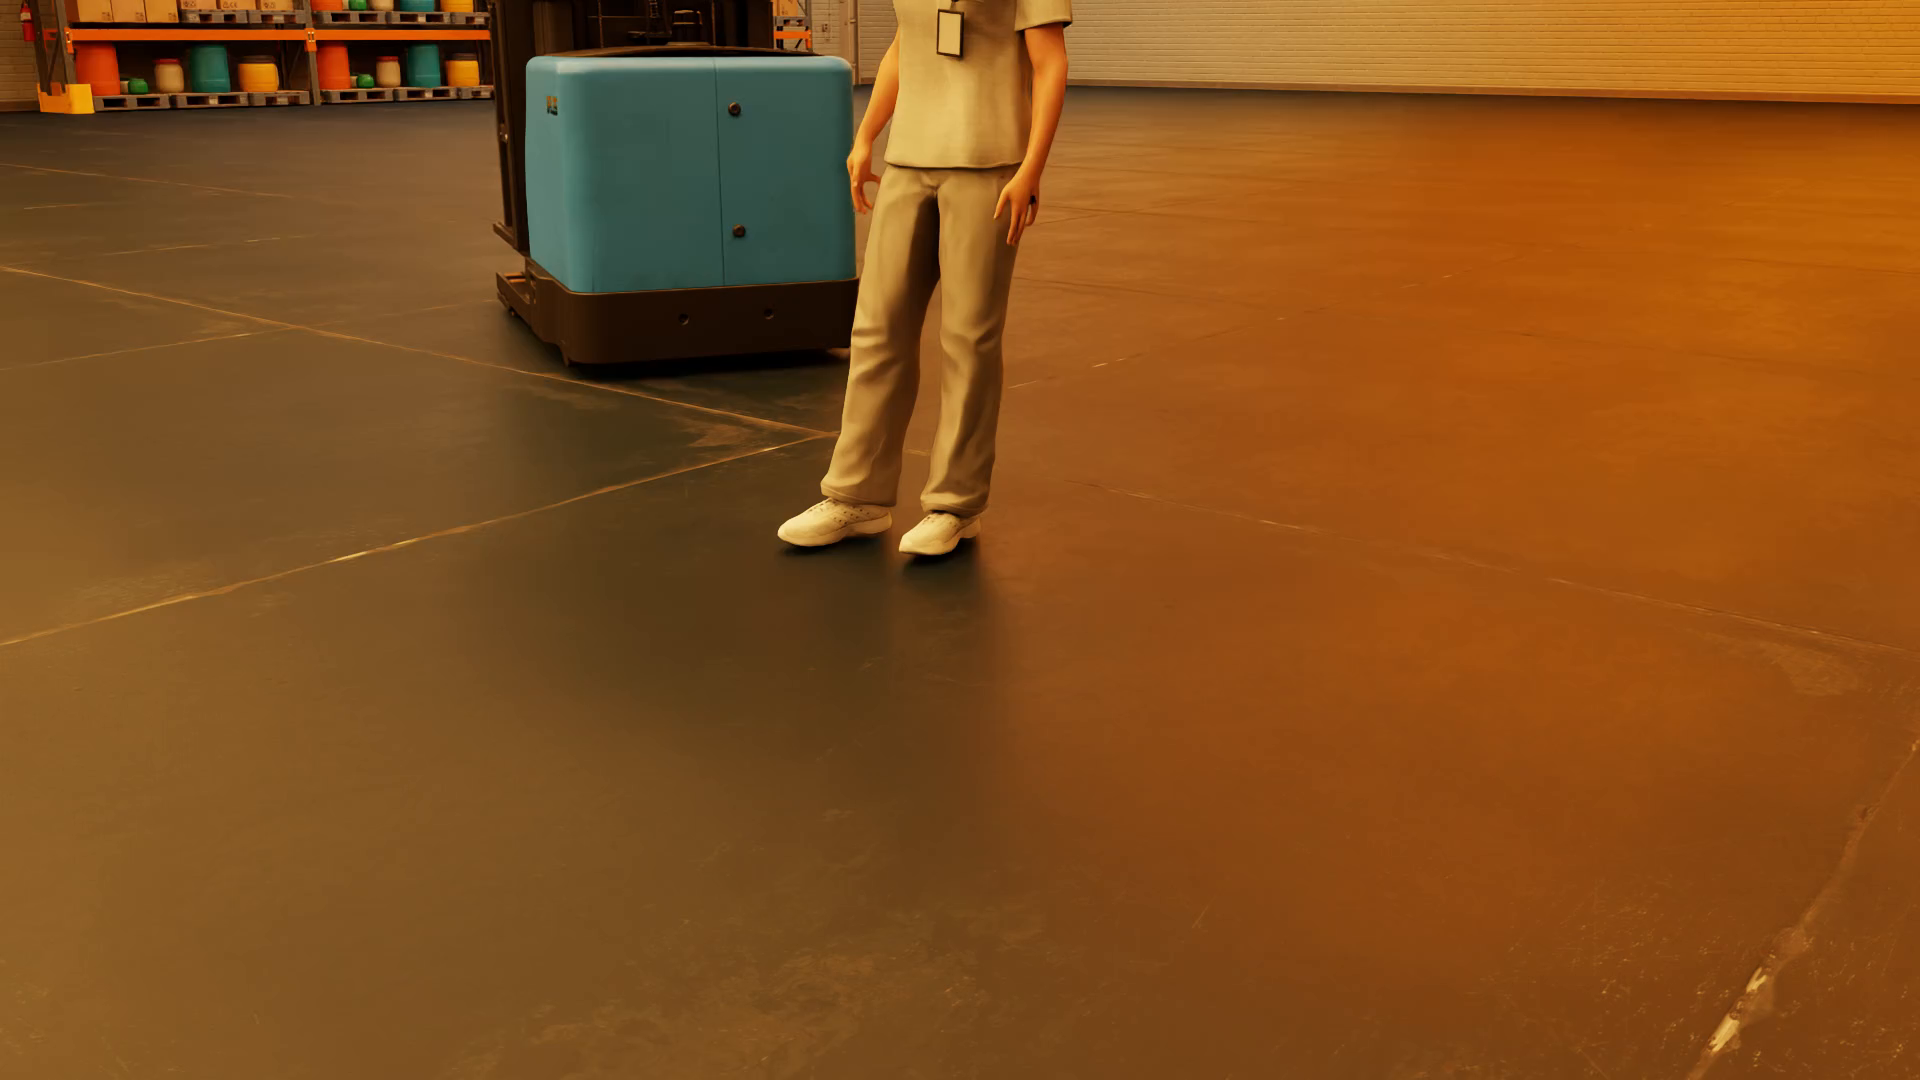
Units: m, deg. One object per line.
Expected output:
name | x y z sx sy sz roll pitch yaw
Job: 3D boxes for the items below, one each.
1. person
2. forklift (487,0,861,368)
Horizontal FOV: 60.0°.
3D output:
person | -0.058 -0.795 3.650 0.549 1.673 0.548 13 21 37
forklift | -1.376 -2.388 6.762 1.130 2.935 3.031 -7 18 -21
